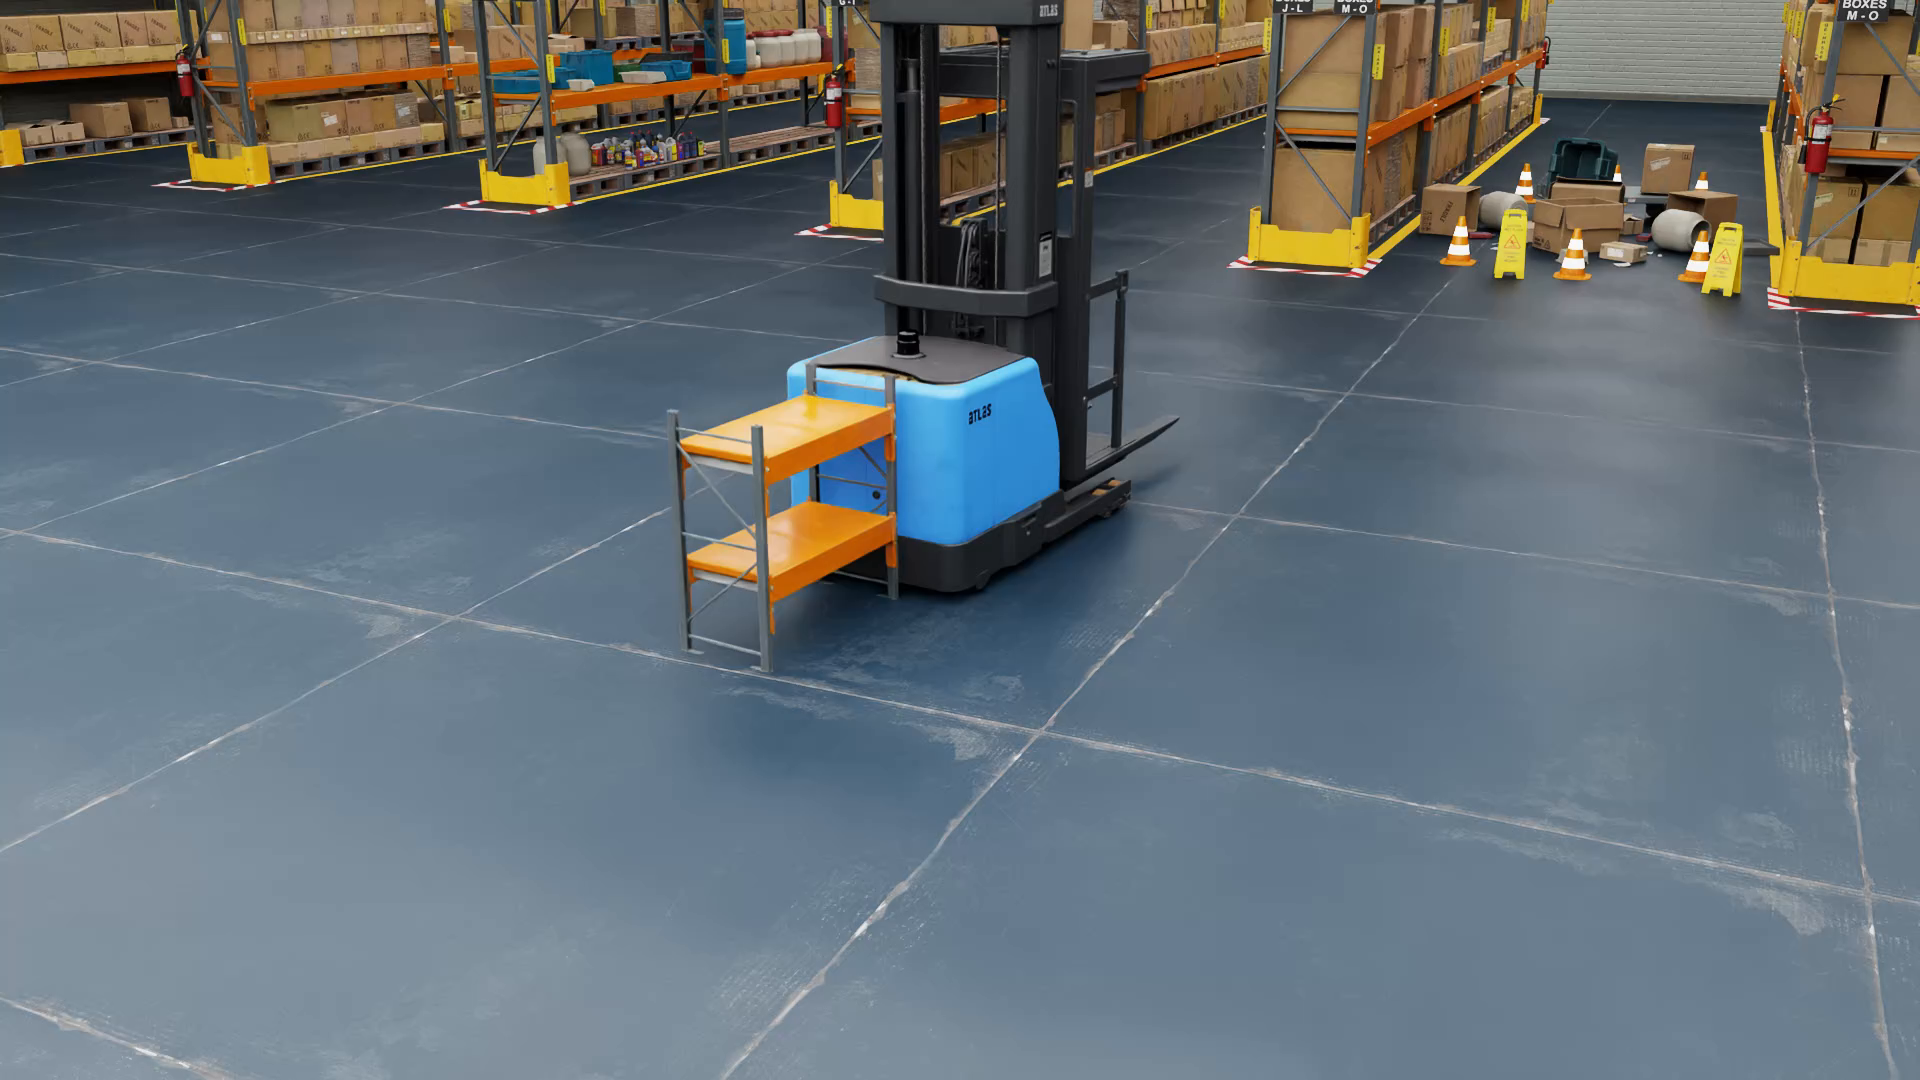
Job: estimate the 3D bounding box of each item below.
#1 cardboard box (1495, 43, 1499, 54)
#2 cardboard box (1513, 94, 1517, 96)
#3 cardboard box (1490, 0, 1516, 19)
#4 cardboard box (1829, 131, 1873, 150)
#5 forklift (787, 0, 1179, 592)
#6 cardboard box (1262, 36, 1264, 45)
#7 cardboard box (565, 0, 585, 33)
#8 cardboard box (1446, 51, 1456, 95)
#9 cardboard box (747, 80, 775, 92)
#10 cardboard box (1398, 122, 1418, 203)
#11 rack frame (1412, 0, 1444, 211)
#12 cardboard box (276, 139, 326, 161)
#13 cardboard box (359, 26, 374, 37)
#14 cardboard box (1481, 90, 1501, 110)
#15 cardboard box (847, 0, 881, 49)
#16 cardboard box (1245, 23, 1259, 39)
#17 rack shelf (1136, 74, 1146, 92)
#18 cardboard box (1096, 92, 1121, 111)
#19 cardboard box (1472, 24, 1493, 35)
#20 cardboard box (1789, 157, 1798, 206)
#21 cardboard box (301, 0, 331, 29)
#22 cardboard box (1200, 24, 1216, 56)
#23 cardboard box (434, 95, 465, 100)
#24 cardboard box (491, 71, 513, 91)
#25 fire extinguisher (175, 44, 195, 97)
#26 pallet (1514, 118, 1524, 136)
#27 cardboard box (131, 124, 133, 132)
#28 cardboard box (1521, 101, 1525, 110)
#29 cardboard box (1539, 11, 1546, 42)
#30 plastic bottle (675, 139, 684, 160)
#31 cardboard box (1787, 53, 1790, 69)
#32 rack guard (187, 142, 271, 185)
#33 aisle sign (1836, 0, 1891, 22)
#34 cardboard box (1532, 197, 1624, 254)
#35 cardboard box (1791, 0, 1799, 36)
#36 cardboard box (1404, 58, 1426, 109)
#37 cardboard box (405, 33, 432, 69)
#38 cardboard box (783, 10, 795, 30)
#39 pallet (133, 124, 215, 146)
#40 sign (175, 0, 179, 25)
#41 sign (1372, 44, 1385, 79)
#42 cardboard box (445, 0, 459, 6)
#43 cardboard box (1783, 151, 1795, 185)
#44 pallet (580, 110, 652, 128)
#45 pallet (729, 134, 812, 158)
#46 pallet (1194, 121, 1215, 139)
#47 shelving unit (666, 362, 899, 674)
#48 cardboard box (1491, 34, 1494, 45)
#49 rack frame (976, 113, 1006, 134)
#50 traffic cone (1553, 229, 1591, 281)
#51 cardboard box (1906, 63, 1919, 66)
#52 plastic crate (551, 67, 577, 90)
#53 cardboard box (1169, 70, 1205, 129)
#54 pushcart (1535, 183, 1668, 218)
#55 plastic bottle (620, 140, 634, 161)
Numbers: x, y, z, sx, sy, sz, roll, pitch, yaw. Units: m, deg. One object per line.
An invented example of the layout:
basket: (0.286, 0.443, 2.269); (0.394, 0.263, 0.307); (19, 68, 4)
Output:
cardboard box: (7.947, -7.463, 25.227); (0.380, 0.149, 0.250); (10, 22, 25)
cardboard box: (9.316, -7.547, 28.454); (0.380, 0.149, 0.250); (8, 21, 20)
cardboard box: (8.867, -8.694, 26.853); (0.500, 0.500, 0.500); (9, 22, 24)
cardboard box: (8.061, -3.640, 15.102); (0.380, 0.149, 0.250); (9, 22, 25)
forklift: (0.319, -1.573, 9.016); (1.130, 2.935, 3.031); (11, 23, 29)
cardboard box: (5.560, -9.436, 31.401); (0.380, 0.149, 0.250); (9, 21, 23)
cardboard box: (-8.751, -11.433, 36.192); (0.980, 0.700, 0.700); (7, 21, 20)
cardboard box: (5.851, -5.811, 20.683); (0.500, 0.500, 0.500); (9, 21, 23)
cardboard box: (-4.295, -9.609, 34.581); (0.797, 0.503, 0.637); (9, 21, 23)
cardboard box: (4.863, -4.500, 19.689); (0.875, 0.875, 0.875); (9, 21, 24)
rack frame: (5.184, -5.486, 19.917); (1.000, 3.000, 0.127); (9, 21, 23)
cardboard box: (-9.350, -5.524, 23.501); (0.500, 0.250, 0.500); (9, 21, 23)
cardboard box: (-8.773, -7.410, 24.210); (0.380, 0.149, 0.250); (9, 22, 24)
cardboard box: (7.959, -6.723, 25.382); (0.500, 0.250, 0.500); (8, 21, 20)
cardboard box: (-0.938, -5.835, 18.813); (0.500, 0.500, 0.500); (9, 21, 23)
cardboard box: (5.241, -9.440, 30.815); (0.500, 0.250, 0.500); (8, 21, 21)
rack shelf: (1.519, -6.470, 23.757); (1.077, 0.370, 4.000); (9, 21, 23)
cardboard box: (2.091, -6.594, 24.988); (0.500, 0.250, 0.500); (10, 22, 25)
cardboard box: (7.618, -7.504, 24.452); (0.380, 0.149, 0.250); (10, 22, 25)
cardboard box: (9.045, -3.784, 17.491); (0.500, 0.500, 0.500); (9, 22, 25)
cardboard box: (-9.333, -7.466, 23.400); (0.700, 0.500, 0.500); (9, 21, 23)
cardboard box: (4.034, -8.509, 28.270); (0.500, 0.500, 0.500); (9, 21, 23)
cardboard box: (-8.224, -7.047, 26.948); (0.500, 0.311, 0.500); (9, 22, 24)
cardboard box: (-9.728, -9.650, 34.208); (0.750, 0.750, 0.750); (9, 21, 23)
fire extinguisher: (-10.446, -6.326, 22.395); (0.296, 0.674, 0.183); (9, 21, 23)
pallet: (9.201, -7.202, 28.904); (1.003, 0.211, 1.213); (9, 21, 23)
cardboard box: (-13.530, -6.614, 26.688); (0.380, 0.149, 0.250); (7, 21, 18)
cardboard box: (9.609, -7.553, 28.915); (0.380, 0.149, 0.250); (10, 22, 25)
cardboard box: (10.149, -9.169, 29.680); (0.500, 0.500, 0.500); (9, 21, 24)
plastic bottle: (-3.926, -5.454, 23.224); (0.061, 0.283, 0.133); (10, 22, 26)
cardboard box: (12.596, -7.114, 24.719); (0.500, 0.250, 0.500); (8, 21, 21)
rack guard: (-9.984, -5.150, 22.703); (1.175, 0.500, 0.348); (9, 21, 23)
aisle sign: (7.813, -4.860, 14.279); (0.394, 0.787, 0.004); (9, 21, 23)
cardboard box: (6.513, -3.323, 17.561); (0.797, 0.503, 0.637); (-5, 20, -15)
cardboard box: (12.575, -7.706, 24.519); (0.500, 0.500, 0.500); (9, 21, 23)
cardboard box: (4.839, -5.271, 19.089); (0.875, 0.550, 0.550); (9, 21, 23)
cardboard box: (-8.512, -7.468, 25.342); (0.700, 0.500, 0.500); (8, 21, 21)
cardboard box: (-3.776, -10.788, 34.677); (0.500, 0.500, 0.500); (9, 21, 23)
pallet: (-13.099, -6.712, 27.527); (1.003, 0.211, 1.213); (9, 21, 23)
sign: (-10.463, -7.071, 22.292); (0.100, 0.325, 0.005); (9, 21, 23)
sign: (4.050, -4.630, 16.101); (0.100, 0.325, 0.005); (9, 21, 23)
cardboard box: (-10.174, -10.587, 32.519); (0.500, 0.250, 0.500); (8, 21, 22)
cardboard box: (10.844, -4.622, 20.783); (0.950, 0.372, 0.625); (8, 21, 22)
pallet: (-6.358, -7.689, 30.276); (1.003, 0.211, 1.213); (9, 21, 23)
pallet: (-3.034, -6.183, 26.038); (1.003, 0.211, 1.213); (9, 21, 23)
pallet: (3.729, -7.083, 28.569); (1.003, 0.211, 1.213); (9, 21, 23)
shelving unit: (-0.784, -0.134, 7.666); (0.538, 1.125, 1.048); (11, 23, 29)
cardboard box: (7.729, -7.442, 24.723); (0.380, 0.149, 0.250); (8, 21, 22)
rack frame: (0.700, -6.197, 21.918); (1.000, 3.000, 0.127); (9, 21, 23)
traffic cone: (5.951, -2.776, 16.084); (0.336, 0.463, 0.334); (9, 21, 23)
cardboard box: (9.168, -4.380, 16.215); (0.500, 0.500, 0.500); (8, 21, 22)
plastic crate: (-5.253, -5.976, 21.517); (0.499, 0.251, 0.408); (9, 21, 23)
cardboard box: (3.367, -7.368, 27.754); (1.225, 0.875, 0.875); (8, 21, 21)
pushcart: (7.641, -3.899, 19.370); (1.648, 0.377, 0.936); (1, 20, 4)
plastic bottle: (-4.633, -5.411, 23.114); (0.152, 0.276, 0.135); (9, 21, 23)
